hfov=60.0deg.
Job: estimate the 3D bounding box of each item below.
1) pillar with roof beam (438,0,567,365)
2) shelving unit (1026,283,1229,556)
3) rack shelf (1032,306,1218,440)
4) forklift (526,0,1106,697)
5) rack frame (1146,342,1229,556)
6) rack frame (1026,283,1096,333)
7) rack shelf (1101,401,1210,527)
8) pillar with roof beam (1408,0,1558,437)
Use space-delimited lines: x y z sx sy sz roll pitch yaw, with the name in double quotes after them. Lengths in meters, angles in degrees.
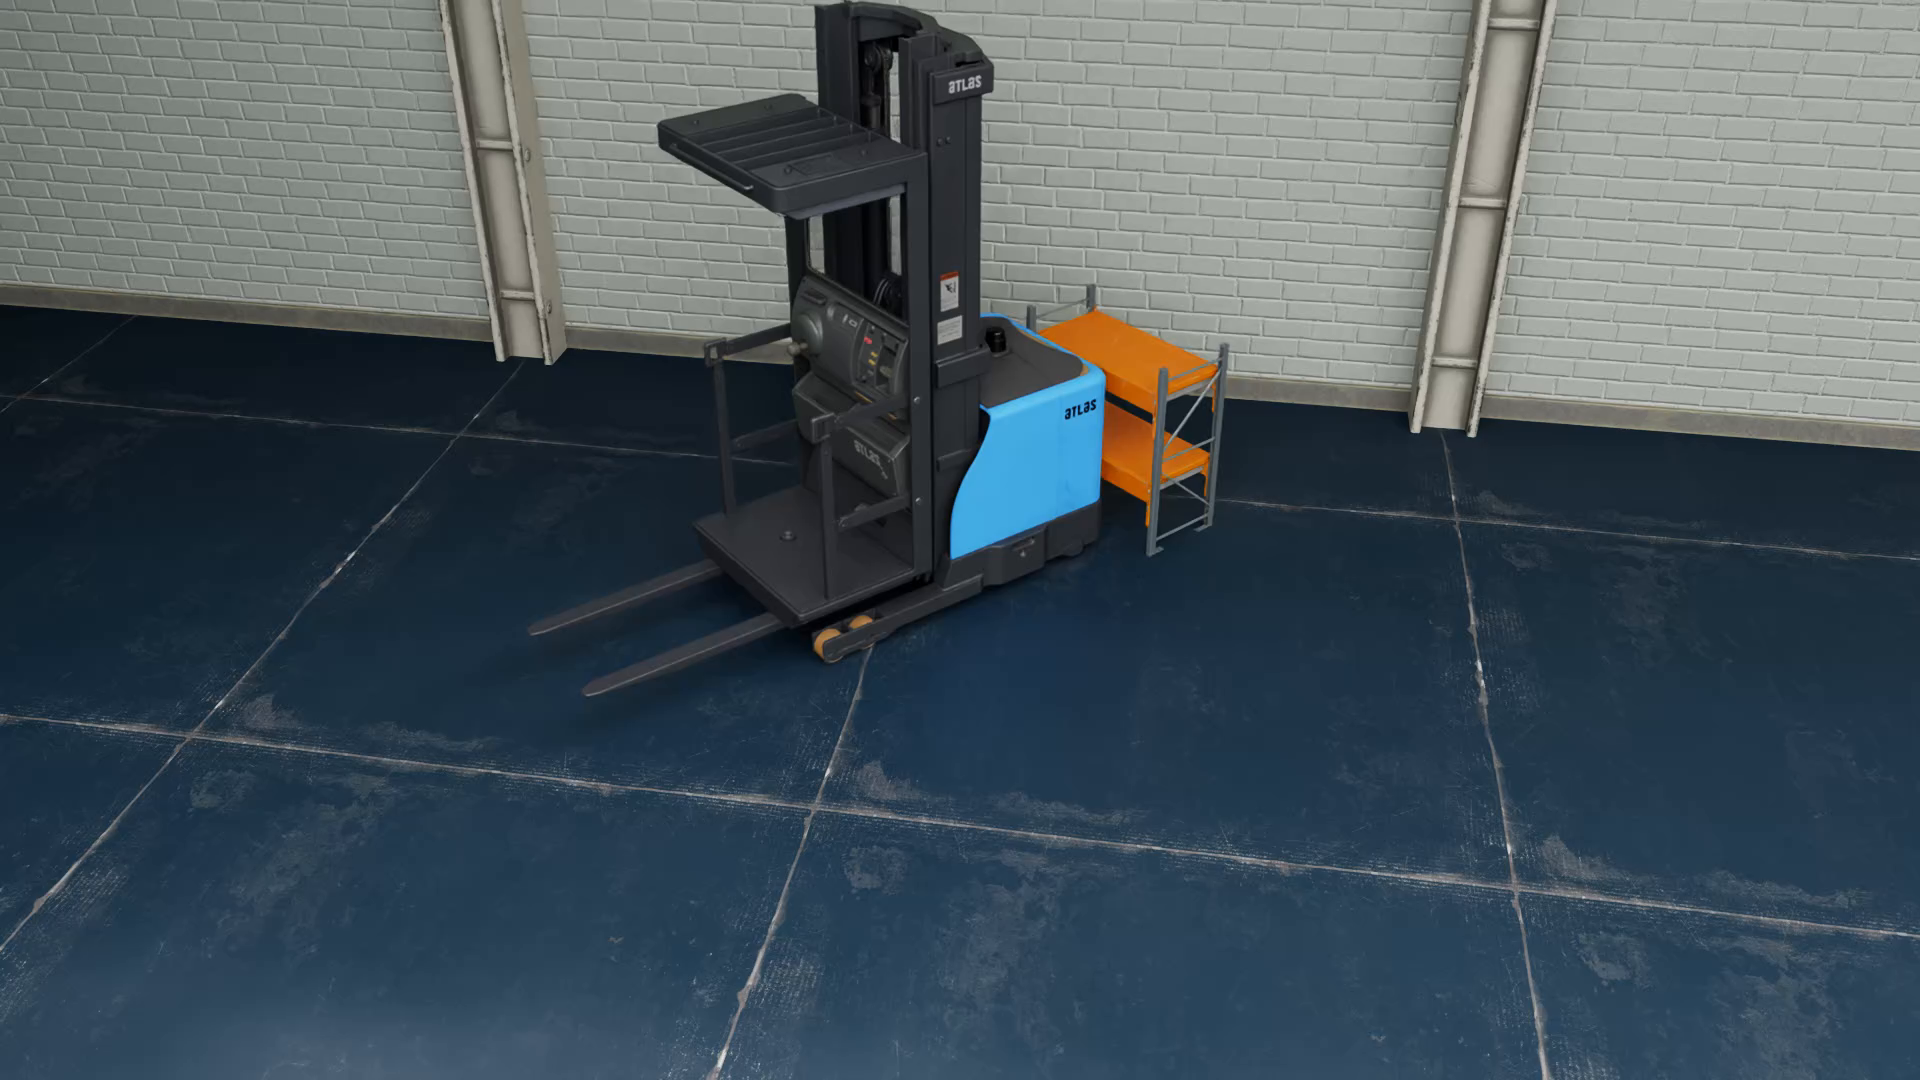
-3.621 -2.831 5.291 0.400 9.000 9.100 5 32 8 "pillar with roof beam"
0.896 -0.686 9.285 0.538 1.125 1.048 -24 39 -33 "shelving unit"
0.897 -0.935 9.130 0.538 0.278 1.000 -24 39 -33 "rack shelf"
-0.710 -0.952 8.008 3.031 2.935 1.130 -21 38 -30 "forklift"
1.222 -0.479 8.955 0.500 1.125 0.032 -24 39 -33 "rack frame"
0.570 -0.893 9.616 0.500 1.125 0.032 -24 39 -33 "rack frame"
0.896 -0.479 9.415 0.538 0.278 1.000 -24 39 -33 "rack shelf"
2.293 -2.295 4.436 0.400 9.000 9.100 5 32 8 "pillar with roof beam"
